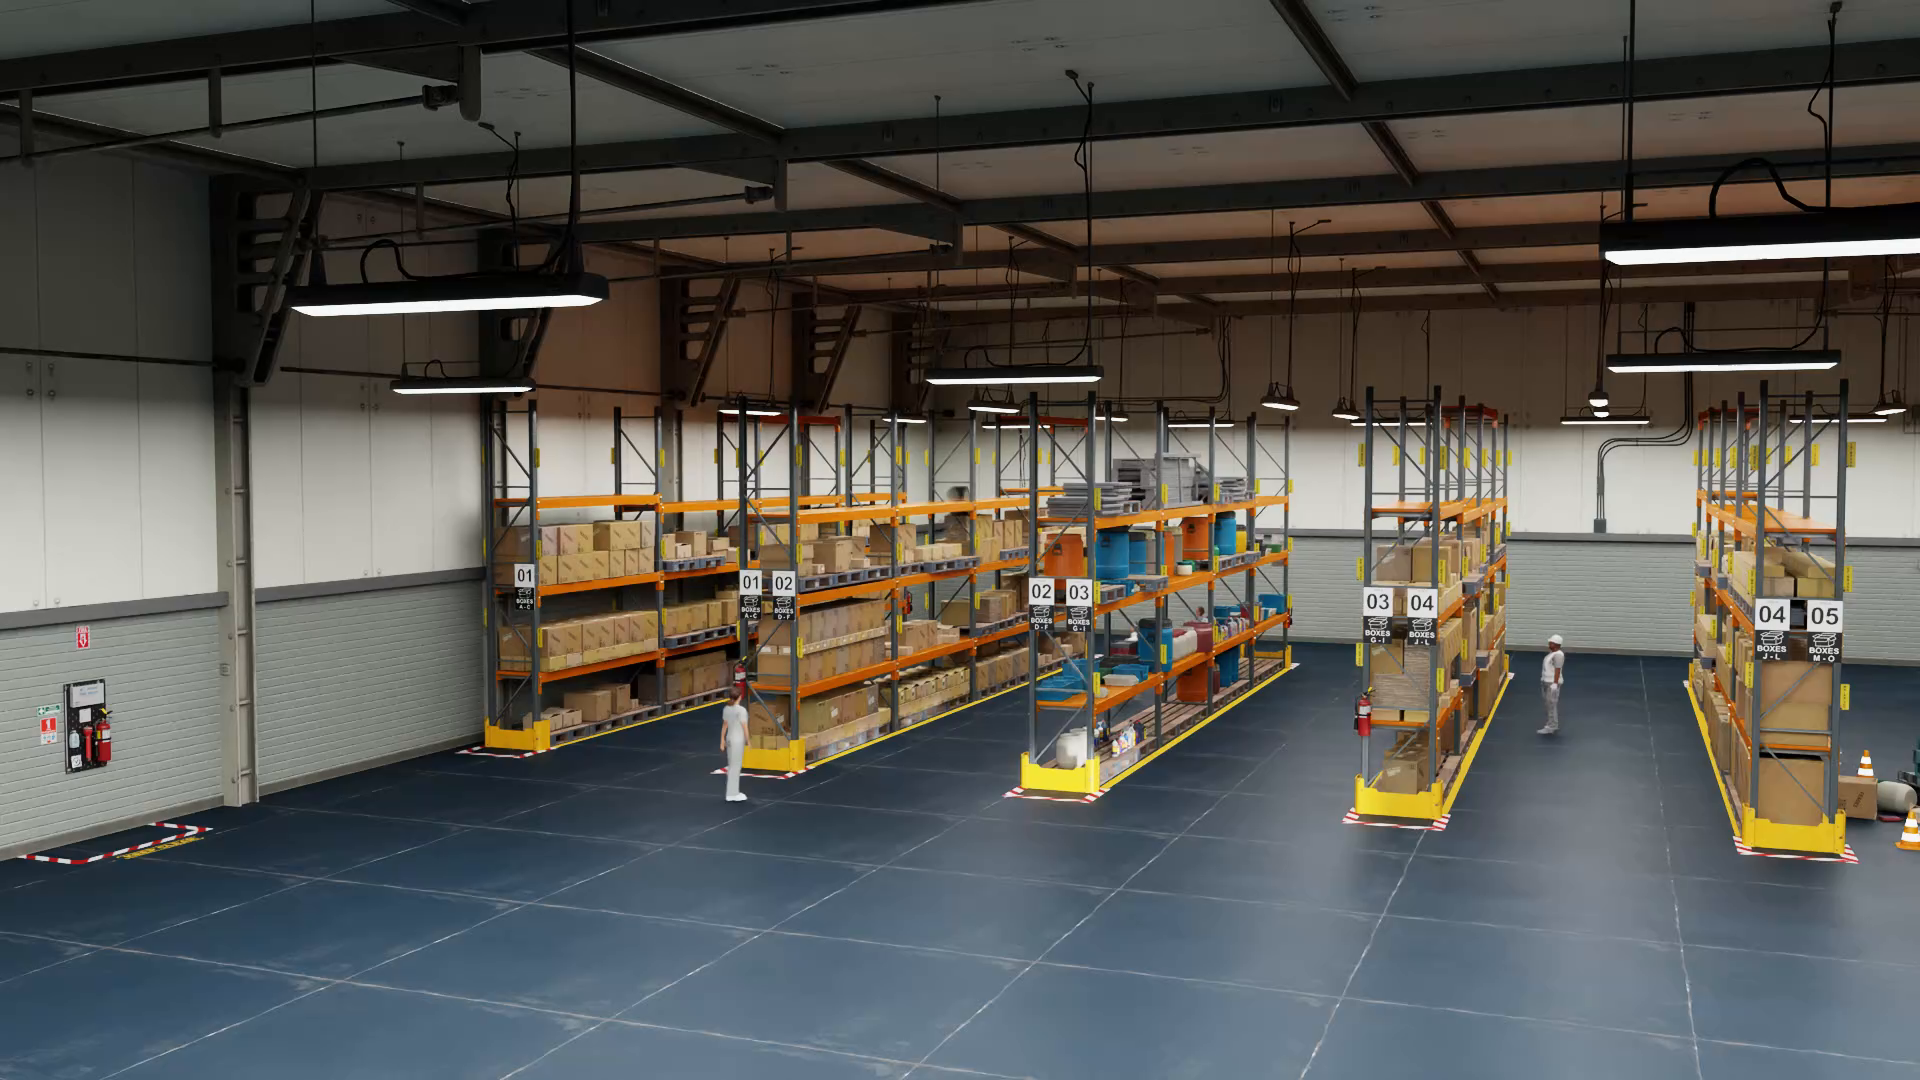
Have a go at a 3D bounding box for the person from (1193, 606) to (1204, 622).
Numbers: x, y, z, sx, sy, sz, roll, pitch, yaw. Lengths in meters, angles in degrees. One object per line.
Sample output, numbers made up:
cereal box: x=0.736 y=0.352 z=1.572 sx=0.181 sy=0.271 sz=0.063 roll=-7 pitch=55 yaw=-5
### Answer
person: x=5.495 y=2.318 z=38.178 sx=0.355 sy=1.602 sz=0.439 roll=0 pitch=3 yaw=0

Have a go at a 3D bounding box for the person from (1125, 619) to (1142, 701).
person: x=3.522 y=2.470 z=34.250 sx=0.511 sy=1.682 sz=0.496 roll=1 pitch=3 yaw=23

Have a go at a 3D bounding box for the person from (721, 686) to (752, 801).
person: x=-3.264 y=2.964 z=24.290 sx=0.352 sy=1.671 sz=0.485 roll=-2 pitch=3 yaw=-30

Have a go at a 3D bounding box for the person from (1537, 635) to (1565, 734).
person: x=10.767 y=2.624 z=30.375 sx=0.579 sy=1.788 sz=0.566 roll=-1 pitch=3 yaw=-13
